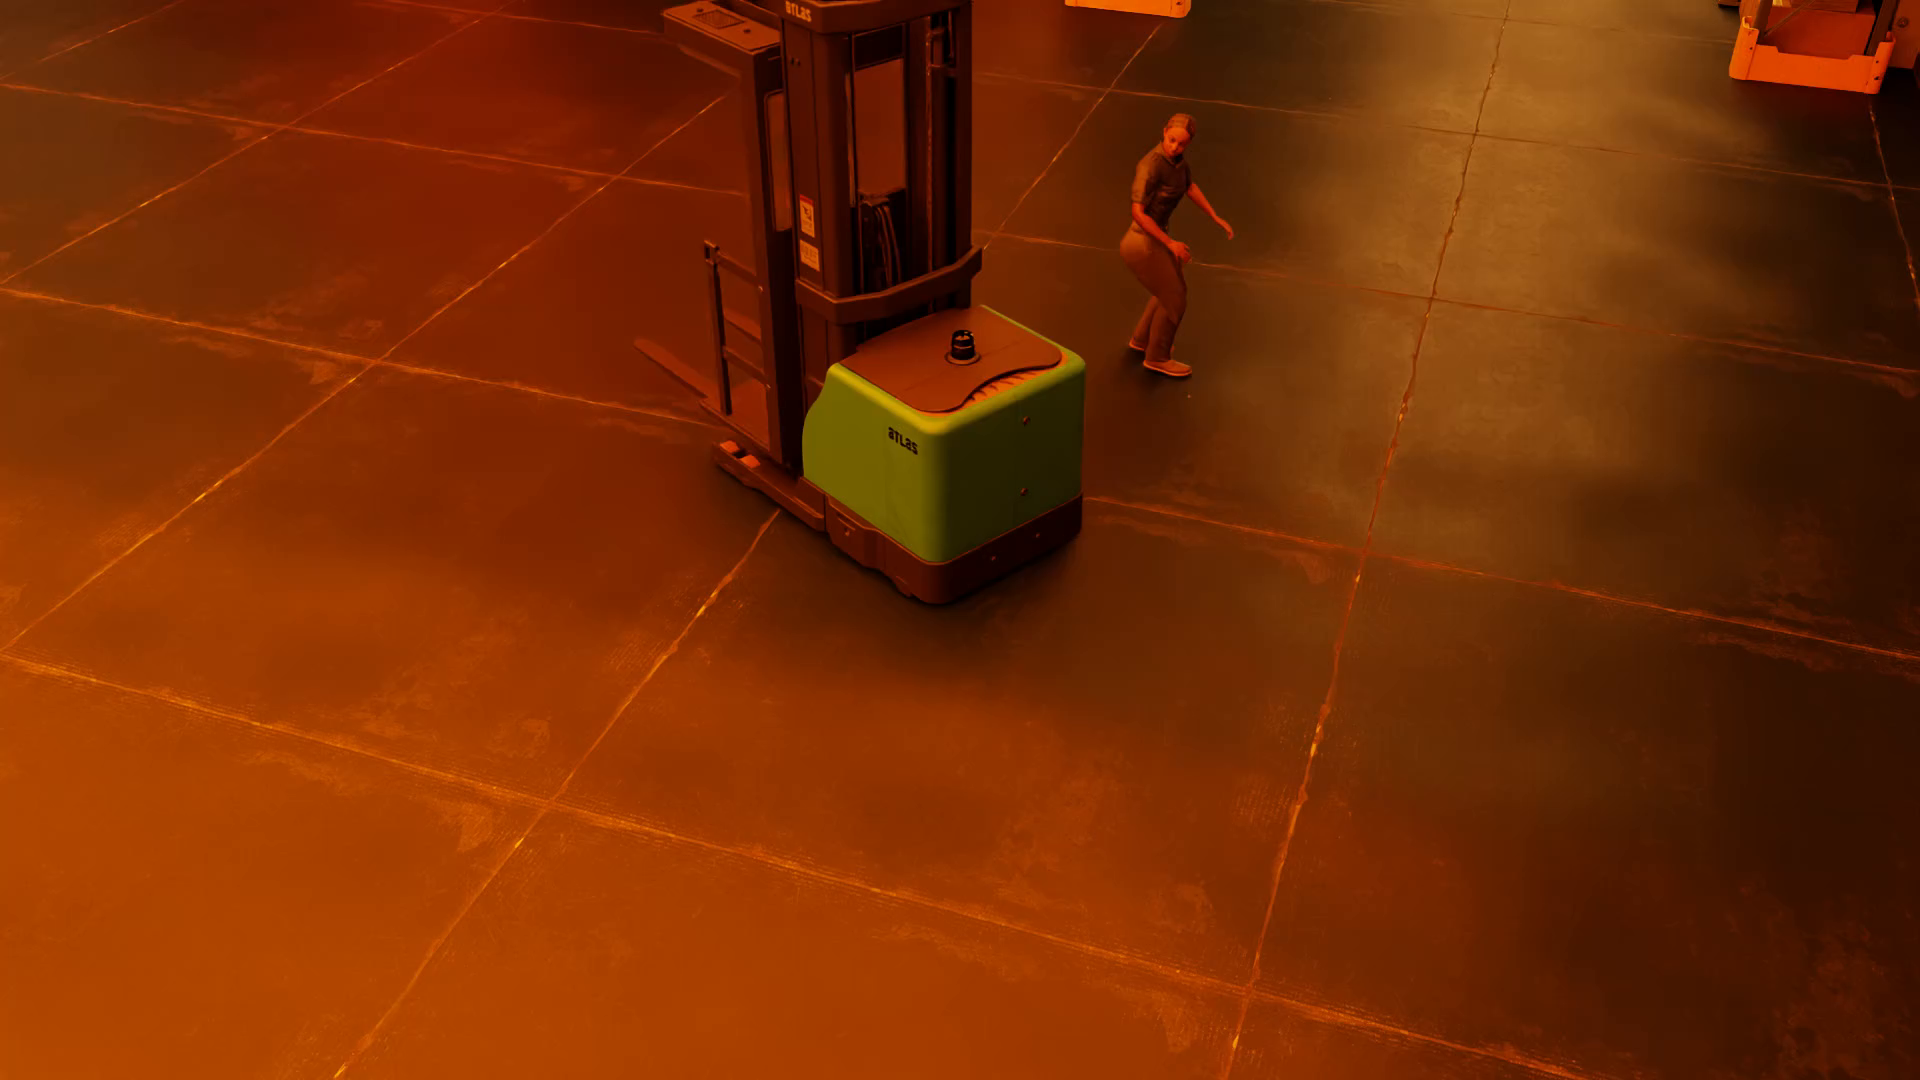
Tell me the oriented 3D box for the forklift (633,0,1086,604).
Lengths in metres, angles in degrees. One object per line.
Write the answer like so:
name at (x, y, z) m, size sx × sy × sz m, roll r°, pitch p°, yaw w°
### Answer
forklift at (-0.714, -1.660, 8.452) m, size 1.130 × 2.935 × 3.031 m, roll -27°, pitch 43°, yaw -32°

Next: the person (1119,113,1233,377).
person at (1.250, -1.708, 9.717) m, size 0.587 × 1.615 × 0.692 m, roll 13°, pitch 37°, yaw 17°
